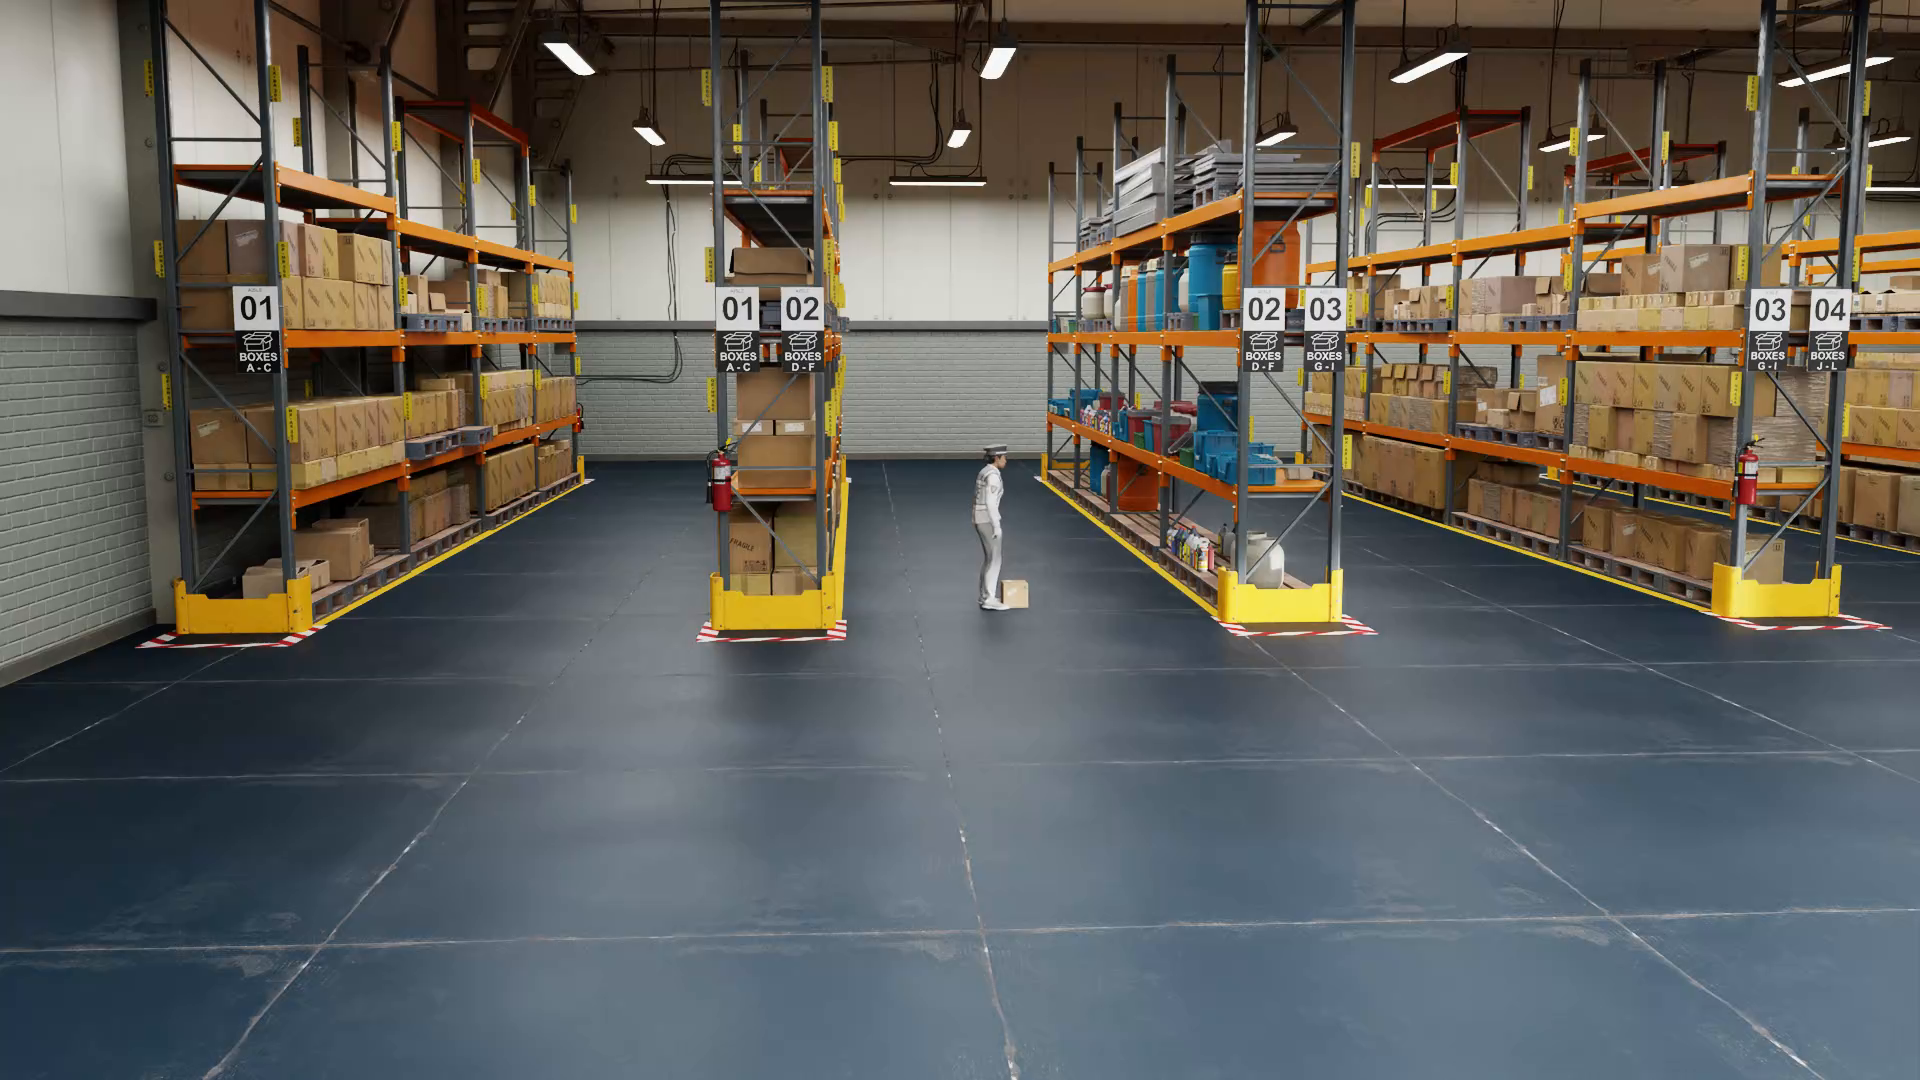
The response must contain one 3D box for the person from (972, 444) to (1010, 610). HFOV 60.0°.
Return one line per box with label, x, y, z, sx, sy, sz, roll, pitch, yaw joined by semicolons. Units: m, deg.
person;0.315;-0.147;16.941;0.376;1.662;0.544;-1;7;-7
